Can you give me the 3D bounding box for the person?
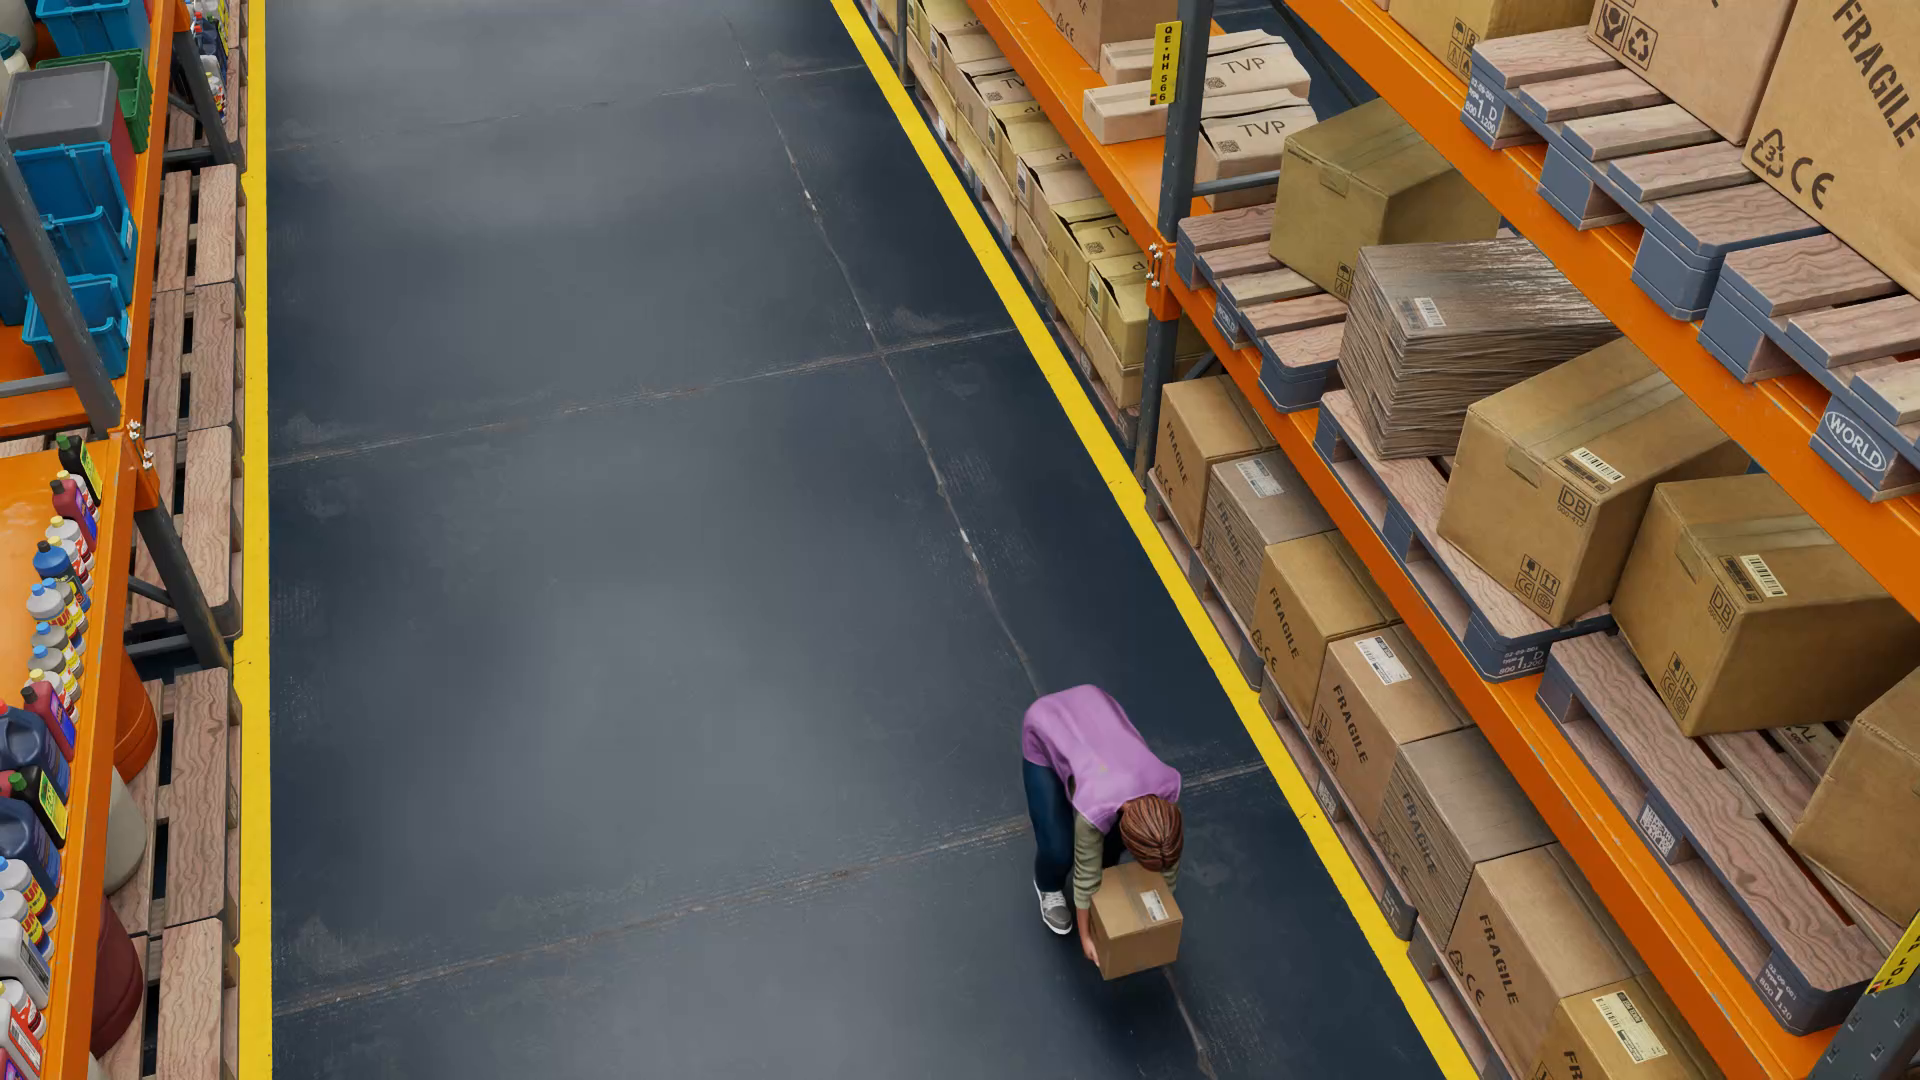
[{"bbox_3d":[0.472,0.990,5.514,0.410,1.036,0.855,-14,45,-15],"label":"person"}]
